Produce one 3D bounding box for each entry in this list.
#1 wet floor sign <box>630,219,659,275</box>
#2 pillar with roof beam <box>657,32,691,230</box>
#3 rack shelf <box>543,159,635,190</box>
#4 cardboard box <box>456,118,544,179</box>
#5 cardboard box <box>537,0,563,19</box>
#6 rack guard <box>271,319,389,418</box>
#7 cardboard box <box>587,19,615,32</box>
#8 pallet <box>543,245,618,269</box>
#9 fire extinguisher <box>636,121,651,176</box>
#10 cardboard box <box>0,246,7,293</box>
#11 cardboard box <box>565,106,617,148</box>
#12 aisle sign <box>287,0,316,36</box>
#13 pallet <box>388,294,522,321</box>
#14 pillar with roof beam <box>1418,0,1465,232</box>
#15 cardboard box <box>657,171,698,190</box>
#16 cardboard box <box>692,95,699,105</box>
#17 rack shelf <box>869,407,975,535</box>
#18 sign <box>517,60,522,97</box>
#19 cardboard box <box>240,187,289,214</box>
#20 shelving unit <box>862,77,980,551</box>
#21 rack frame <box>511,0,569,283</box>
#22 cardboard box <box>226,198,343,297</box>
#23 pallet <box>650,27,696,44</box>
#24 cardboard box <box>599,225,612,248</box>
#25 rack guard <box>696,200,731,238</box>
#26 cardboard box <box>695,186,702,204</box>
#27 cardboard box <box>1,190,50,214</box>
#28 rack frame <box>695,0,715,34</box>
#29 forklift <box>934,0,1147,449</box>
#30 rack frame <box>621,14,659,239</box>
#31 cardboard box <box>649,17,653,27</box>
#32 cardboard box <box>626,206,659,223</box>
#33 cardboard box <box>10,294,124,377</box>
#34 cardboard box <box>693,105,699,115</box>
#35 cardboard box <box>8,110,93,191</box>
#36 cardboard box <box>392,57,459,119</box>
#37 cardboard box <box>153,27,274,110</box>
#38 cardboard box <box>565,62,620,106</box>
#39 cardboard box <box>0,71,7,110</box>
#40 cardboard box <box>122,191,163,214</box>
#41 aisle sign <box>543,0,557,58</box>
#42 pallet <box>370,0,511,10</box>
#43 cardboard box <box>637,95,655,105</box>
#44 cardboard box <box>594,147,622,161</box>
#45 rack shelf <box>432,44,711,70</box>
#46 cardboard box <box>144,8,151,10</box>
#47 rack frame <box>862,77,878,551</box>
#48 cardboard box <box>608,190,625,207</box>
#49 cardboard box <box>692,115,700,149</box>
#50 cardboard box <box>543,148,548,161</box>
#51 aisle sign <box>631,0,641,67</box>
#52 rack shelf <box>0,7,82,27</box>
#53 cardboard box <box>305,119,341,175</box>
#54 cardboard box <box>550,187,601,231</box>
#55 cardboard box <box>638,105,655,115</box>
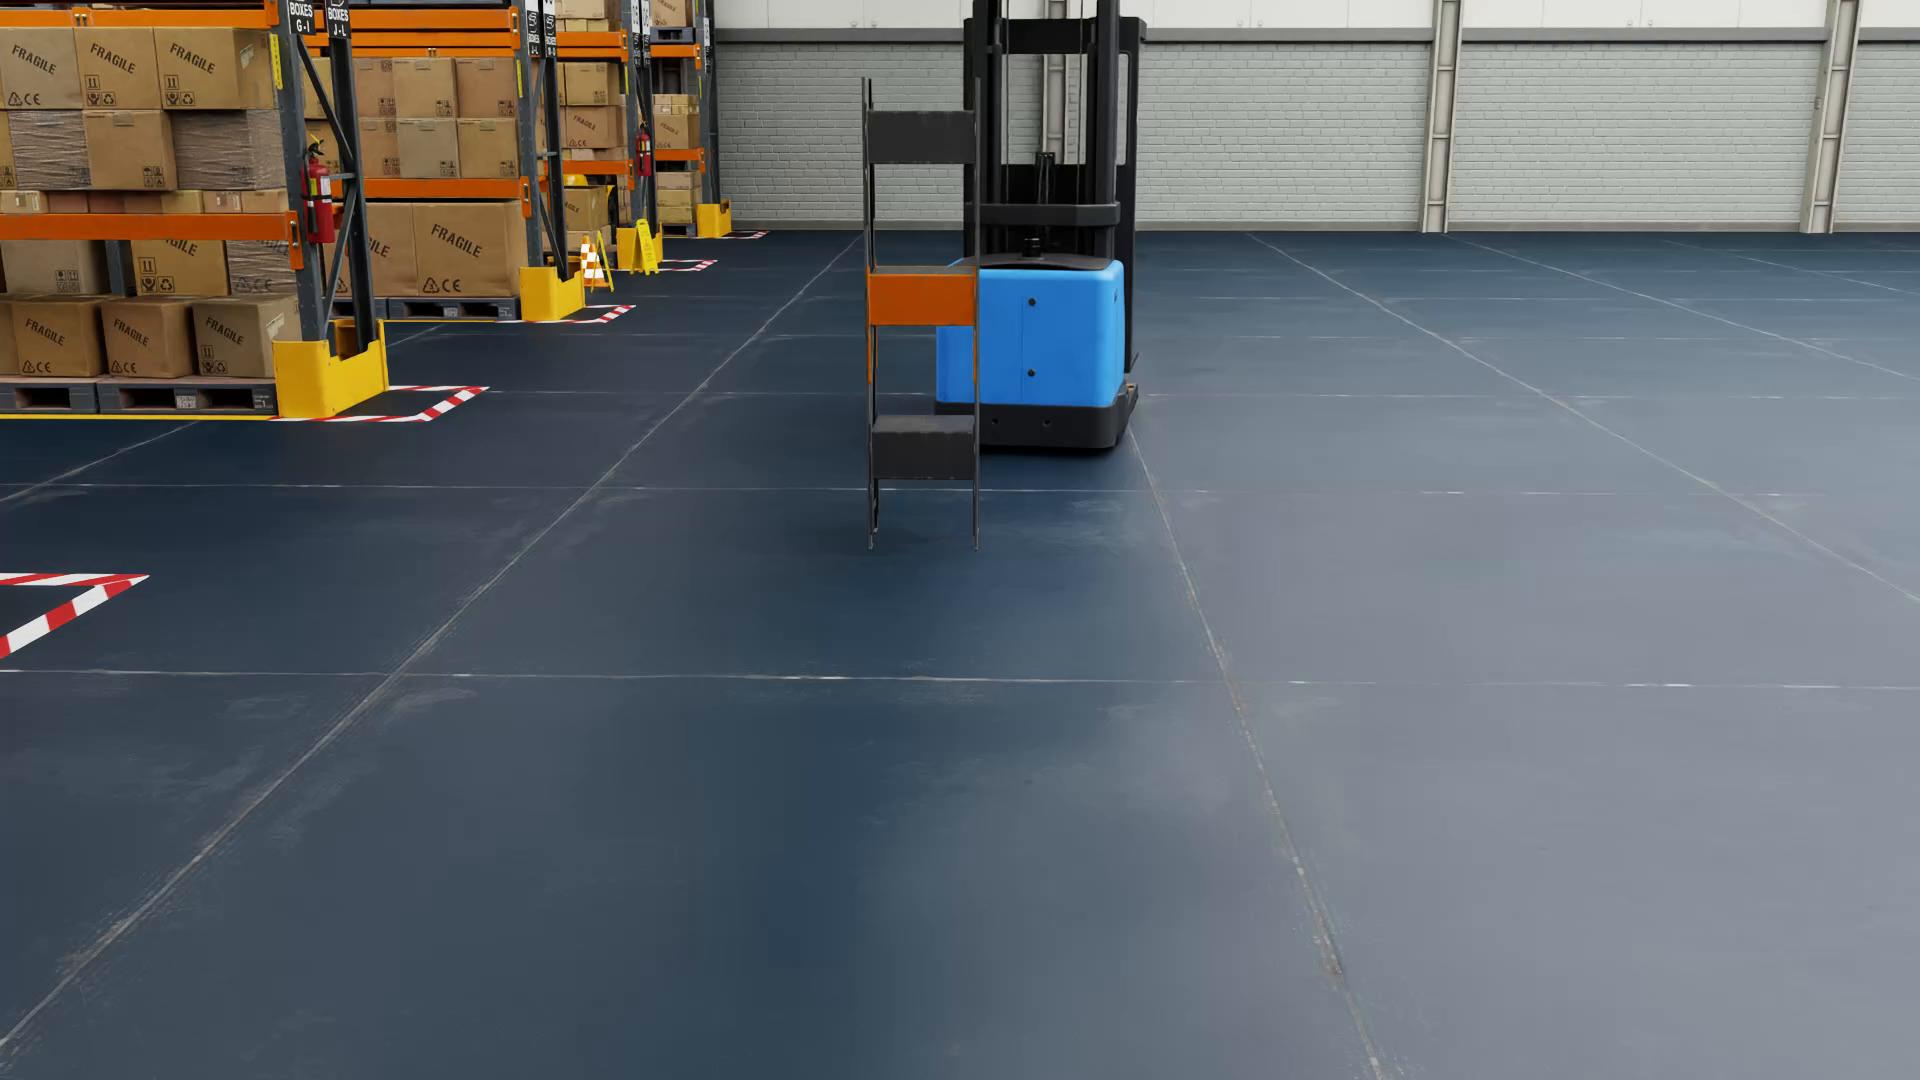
[{"bbox_3d":[-3.787,-3.508,19.871,0.232,0.644,0.267,6,16,21],"label":"wet floor sign"},{"bbox_3d":[-4.610,-8.223,21.369,0.400,9.000,9.100,0,15,1],"label":"pillar with roof beam"},{"bbox_3d":[-5.949,-4.586,20.751,4.000,0.370,1.077,0,15,1],"label":"rack shelf"},{"bbox_3d":[-4.347,-3.721,15.769,0.550,0.550,0.875,0,15,1],"label":"cardboard box"},{"bbox_3d":[-4.971,-6.384,19.987,0.500,0.250,0.500,0,15,1],"label":"cardboard box"},{"bbox_3d":[-4.279,-1.185,11.351,0.348,0.500,1.175,0,15,1],"label":"rack guard"},{"bbox_3d":[-4.314,-6.180,19.997,0.250,0.149,0.380,0,15,2],"label":"cardboard box"},{"bbox_3d":[-4.837,-3.587,21.021,1.213,0.211,1.003,0,15,1],"label":"pallet"},{"bbox_3d":[-3.847,-4.765,20.171,0.183,0.674,0.296,0,15,1],"label":"fire extinguisher"},{"bbox_3d":[-9.561,-2.787,16.110,0.750,0.750,1.050,0,15,1],"label":"cardboard box"},{"bbox_3d":[-4.500,-5.046,20.306,0.500,0.500,0.500,0,15,0],"label":"cardboard box"},{"bbox_3d":[-4.149,-3.573,10.407,0.004,0.787,0.394,0,15,1],"label":"aisle sign"},{"bbox_3d":[-4.777,-2.294,16.122,1.213,0.211,1.003,0,15,1],"label":"pallet"},{"bbox_3d":[7.386,-8.145,21.073,0.400,9.000,9.100,0,15,1],"label":"pillar with roof beam"},{"bbox_3d":[-4.295,-5.467,25.287,0.500,0.250,0.500,1,15,3],"label":"cardboard box"},{"bbox_3d":[-4.157,-6.749,25.489,0.250,0.149,0.380,0,15,0],"label":"cardboard box"},{"bbox_3d":[-0.165,-0.326,7.758,0.480,0.518,0.431,0,15,1],"label":"rack shelf"},{"bbox_3d":[-4.003,-4.193,15.120,0.005,0.325,0.100,0,15,1],"label":"sign"},{"bbox_3d":[-4.493,-2.221,10.870,0.250,0.149,0.380,0,15,1],"label":"cardboard box"},{"bbox_3d":[-0.165,-1.016,7.576,0.503,2.100,0.431,0,15,1],"label":"shelving unit"},{"bbox_3d":[-3.975,-3.657,15.822,0.127,3.000,1.000,0,15,1],"label":"rack frame"},{"bbox_3d":[-6.446,-2.832,16.037,0.875,0.875,0.875,0,15,2],"label":"cardboard box"},{"bbox_3d":[-4.533,-7.605,25.079,1.213,0.211,1.003,0,15,1],"label":"pallet"},{"bbox_3d":[-4.749,-3.870,21.194,0.500,0.250,0.500,0,15,1],"label":"cardboard box"},{"bbox_3d":[-3.803,-4.977,25.726,0.348,0.500,1.175,0,15,1],"label":"rack guard"},{"bbox_3d":[-4.292,-5.357,25.853,0.500,0.250,0.500,1,15,2],"label":"cardboard box"},{"bbox_3d":[-5.995,-2.204,10.806,0.250,0.149,0.380,0,15,1],"label":"cardboard box"},{"bbox_3d":[-3.827,-9.087,24.642,0.127,3.000,1.000,0,15,1],"label":"rack frame"},{"bbox_3d":[0.604,-2.272,10.707,1.130,2.935,3.031,2,15,9],"label":"forklift"},{"bbox_3d":[-3.950,-4.920,20.610,0.127,3.000,1.000,0,15,1],"label":"rack frame"},{"bbox_3d":[-4.663,-7.694,24.717,0.250,0.149,0.380,0,15,0],"label":"cardboard box"},{"bbox_3d":[-4.802,-4.988,25.432,0.500,0.250,0.500,0,15,1],"label":"cardboard box"},{"bbox_3d":[-6.051,-1.400,11.343,0.500,0.500,0.500,2,15,7],"label":"cardboard box"},{"bbox_3d":[-4.159,-6.617,25.571,0.250,0.149,0.380,0,15,0],"label":"cardboard box"},{"bbox_3d":[-5.754,-2.583,10.970,0.500,0.500,0.875,0,15,1],"label":"cardboard box"},{"bbox_3d":[-4.897,-4.244,15.636,0.550,0.550,0.875,0,15,1],"label":"cardboard box"},{"bbox_3d":[-4.759,-3.009,10.627,0.500,0.500,0.500,0,15,1],"label":"cardboard box"},{"bbox_3d":[-4.466,-5.544,20.233,0.500,0.500,0.700,0,15,0],"label":"cardboard box"},{"bbox_3d":[-6.259,-3.020,10.669,0.500,0.500,0.500,0,15,1],"label":"cardboard box"},{"bbox_3d":[-5.244,-2.217,10.854,0.250,0.149,0.380,0,15,1],"label":"cardboard box"},{"bbox_3d":[-3.897,-4.990,15.779,0.004,0.787,0.394,0,15,1],"label":"aisle sign"},{"bbox_3d":[-4.717,-5.067,15.459,1.213,0.211,1.003,0,15,1],"label":"pallet"},{"bbox_3d":[-4.700,-6.629,25.036,0.250,0.149,0.380,1,15,3],"label":"cardboard box"},{"bbox_3d":[-4.329,-4.747,20.444,0.250,0.149,0.380,1,15,3],"label":"cardboard box"},{"bbox_3d":[-5.826,-7.302,25.166,4.000,0.370,1.077,0,15,1],"label":"rack shelf"},{"bbox_3d":[-9.552,-6.502,20.197,0.500,0.250,0.500,1,15,2],"label":"cardboard box"},{"bbox_3d":[-0.409,-1.018,7.582,0.015,2.100,0.400,0,15,1],"label":"rack frame"},{"bbox_3d":[-5.339,-5.229,25.366,0.500,0.250,0.500,0,15,0],"label":"cardboard box"},{"bbox_3d":[-4.315,-6.309,25.675,0.500,0.500,0.500,1,15,3],"label":"cardboard box"},{"bbox_3d":[-5.099,-4.721,20.347,0.250,0.149,0.380,1,15,2],"label":"cardboard box"},{"bbox_3d":[-3.895,-6.103,19.996,0.004,0.787,0.394,0,15,1],"label":"aisle sign"},{"bbox_3d":[-9.973,-4.799,15.680,4.000,0.370,1.077,0,15,1],"label":"rack shelf"},{"bbox_3d":[-5.985,-3.747,15.869,0.500,0.550,0.875,0,15,1],"label":"cardboard box"},{"bbox_3d":[-4.758,-4.095,20.579,0.500,0.500,0.500,0,15,2],"label":"cardboard box"},{"bbox_3d":[-4.695,-6.490,25.093,0.250,0.149,0.380,1,15,2],"label":"cardboard box"}]
